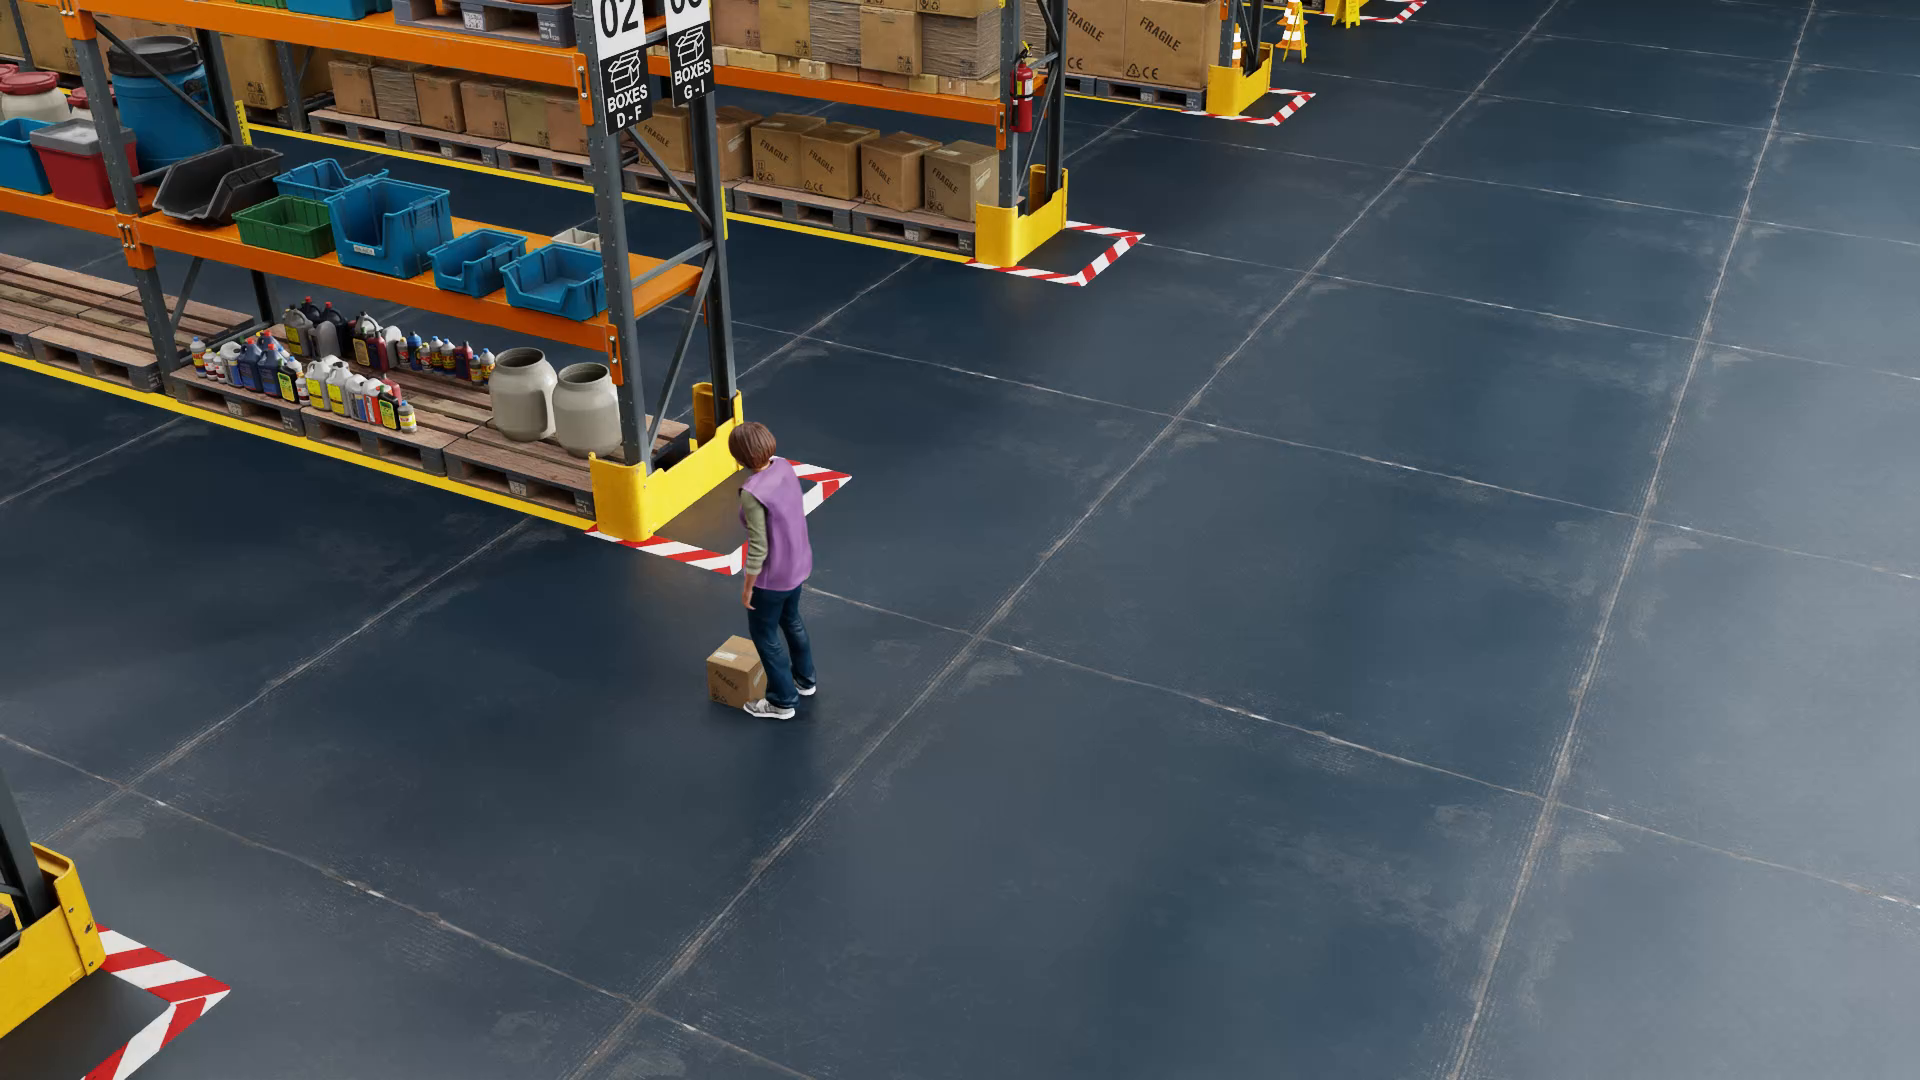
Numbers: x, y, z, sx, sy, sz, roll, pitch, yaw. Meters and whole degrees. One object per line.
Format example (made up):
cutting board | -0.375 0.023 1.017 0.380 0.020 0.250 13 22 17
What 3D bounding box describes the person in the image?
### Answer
person | -0.897 0.152 8.032 0.342 1.593 0.485 13 33 20
